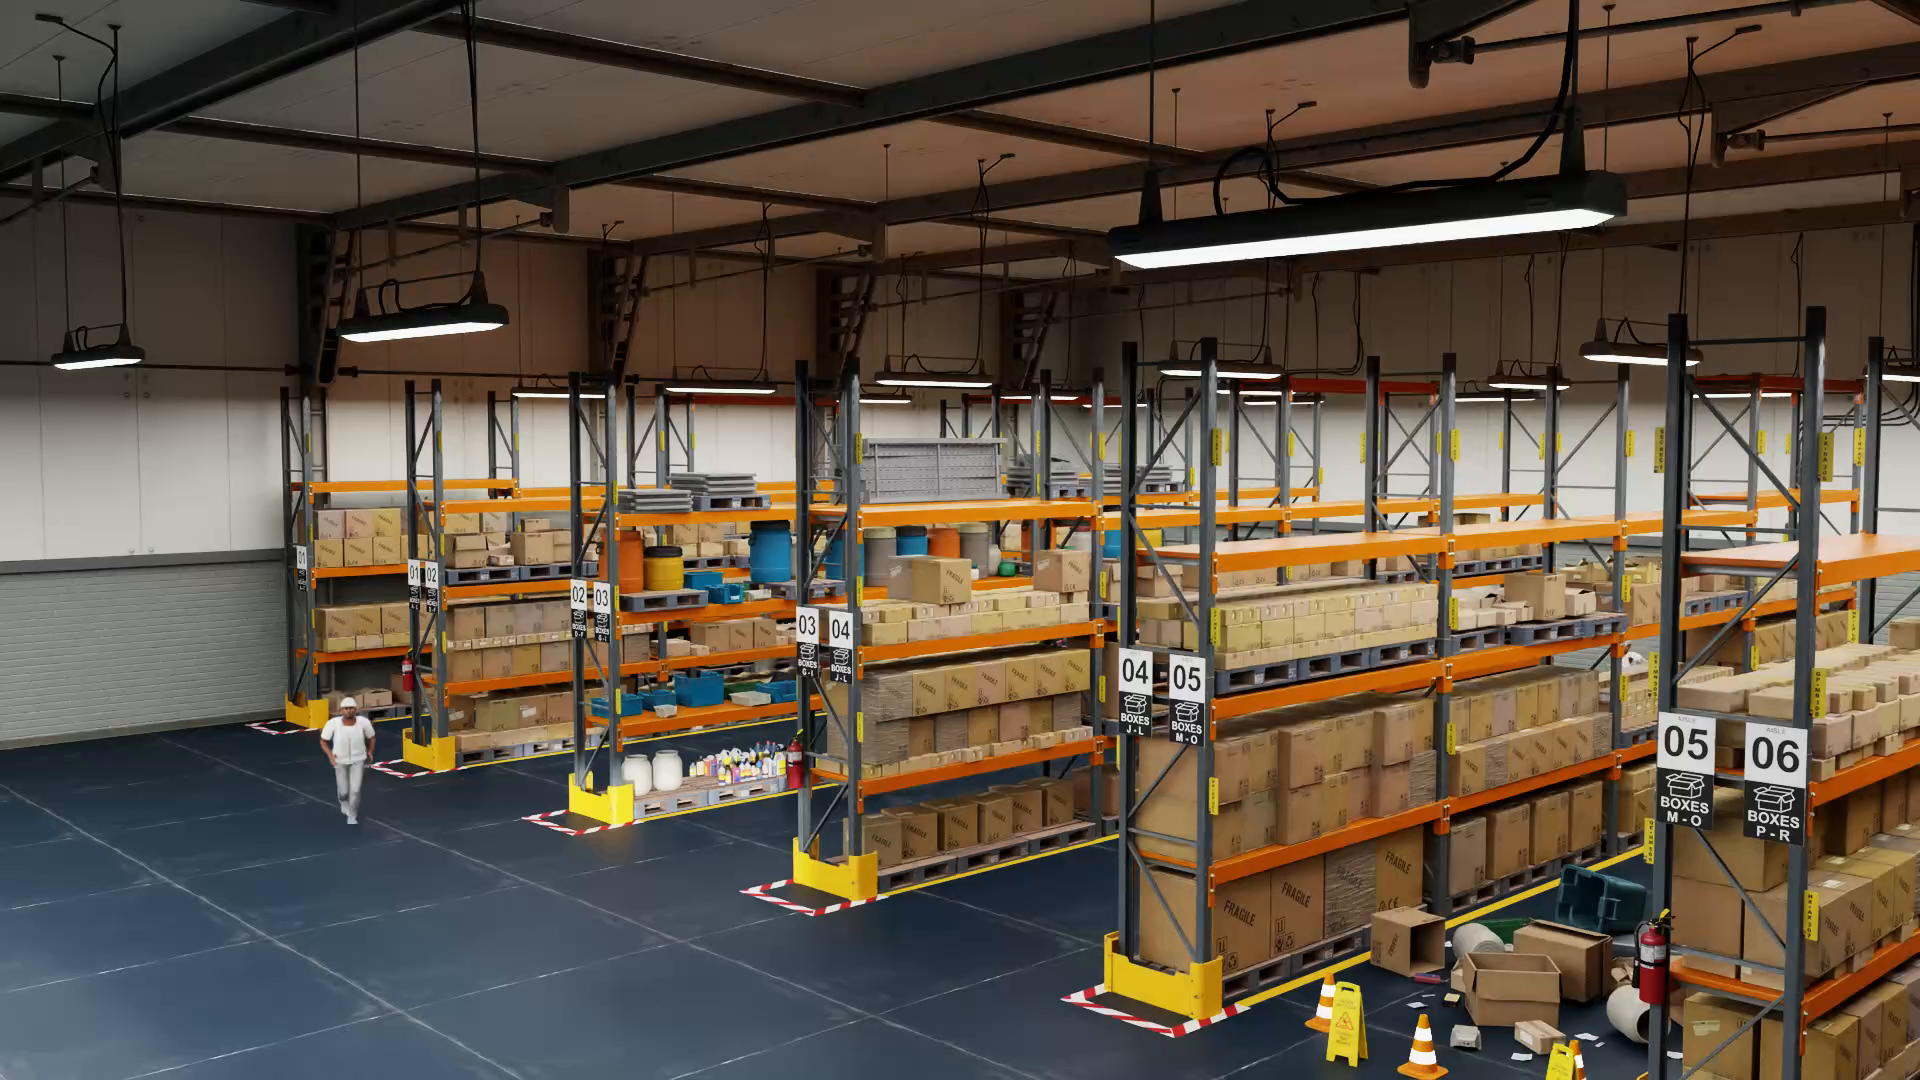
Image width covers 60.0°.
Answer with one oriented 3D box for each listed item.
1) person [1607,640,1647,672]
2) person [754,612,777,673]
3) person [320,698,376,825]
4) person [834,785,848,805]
[{"bbox_3d":[11.361,2.514,28.351,0.852,1.712,0.598,-4,5,-44],"label":"person"},{"bbox_3d":[-3.736,2.241,32.490,0.661,1.718,0.572,3,5,38],"label":"person"},{"bbox_3d":[-8.115,2.912,22.068,0.703,1.698,0.639,-2,4,-23],"label":"person"},{"bbox_3d":[-1.577,2.826,22.867,0.670,1.721,0.823,2,4,31],"label":"person"}]
